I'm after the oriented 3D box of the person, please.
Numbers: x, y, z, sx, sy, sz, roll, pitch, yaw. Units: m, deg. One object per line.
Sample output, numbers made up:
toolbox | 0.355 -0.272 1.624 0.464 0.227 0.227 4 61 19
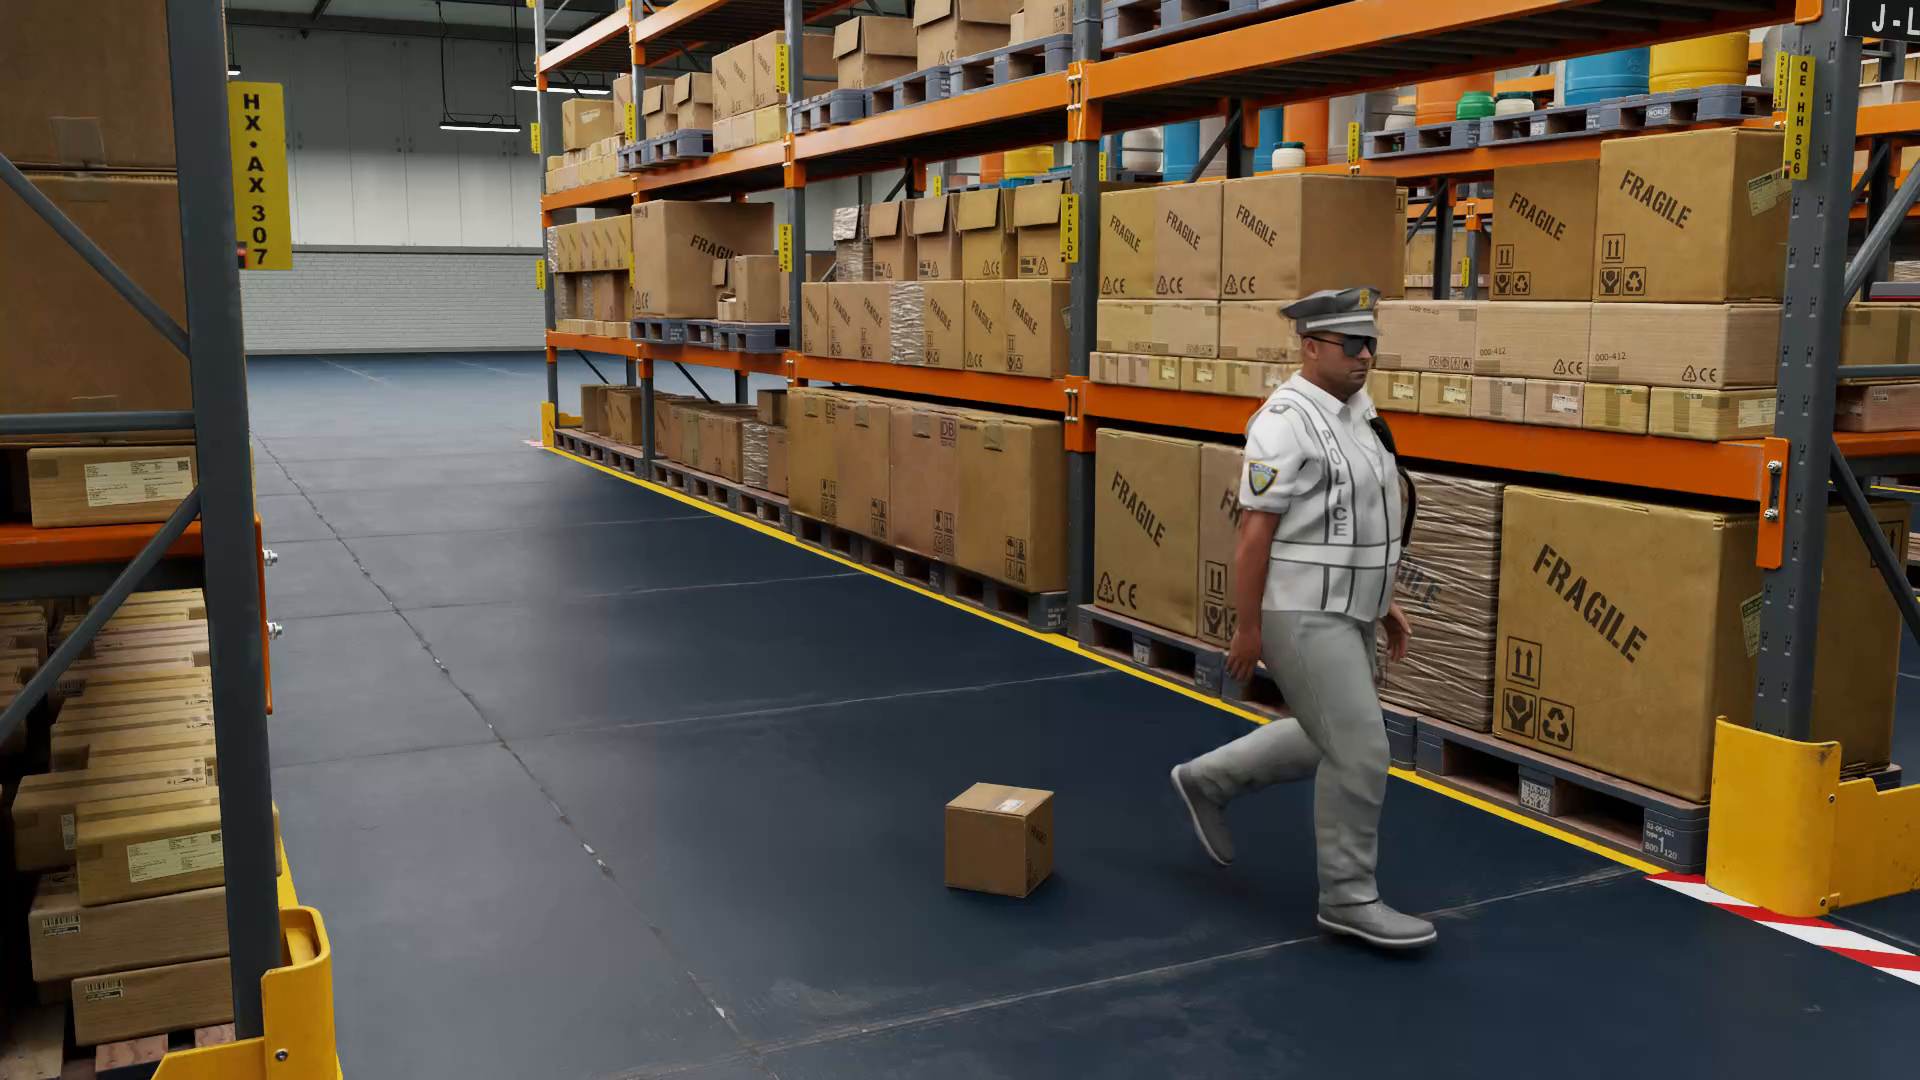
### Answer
person | 0.933 0.172 4.545 0.889 1.717 0.538 6 10 35
